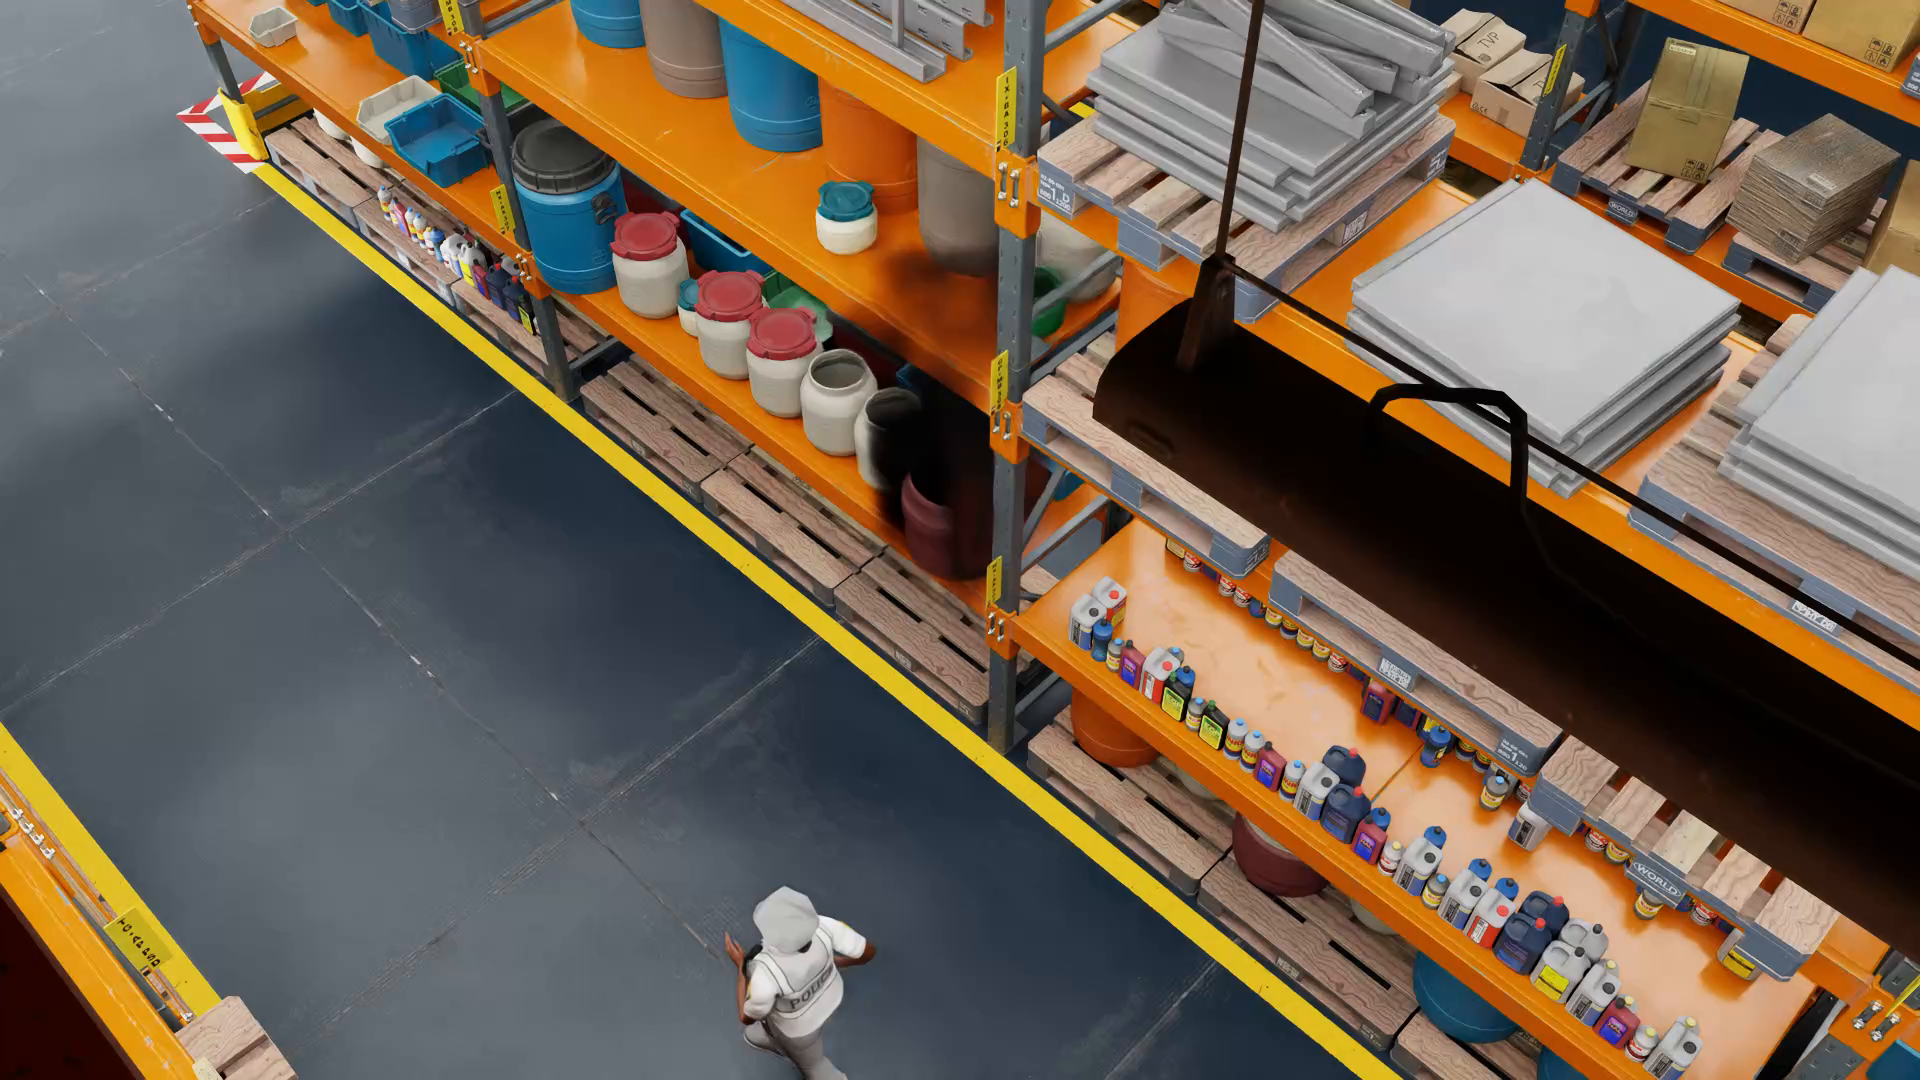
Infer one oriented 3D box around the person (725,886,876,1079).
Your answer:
[{"bbox_3d":[-0.694,2.025,7.249,0.832,1.726,0.576,30,56,22],"label":"person"}]
